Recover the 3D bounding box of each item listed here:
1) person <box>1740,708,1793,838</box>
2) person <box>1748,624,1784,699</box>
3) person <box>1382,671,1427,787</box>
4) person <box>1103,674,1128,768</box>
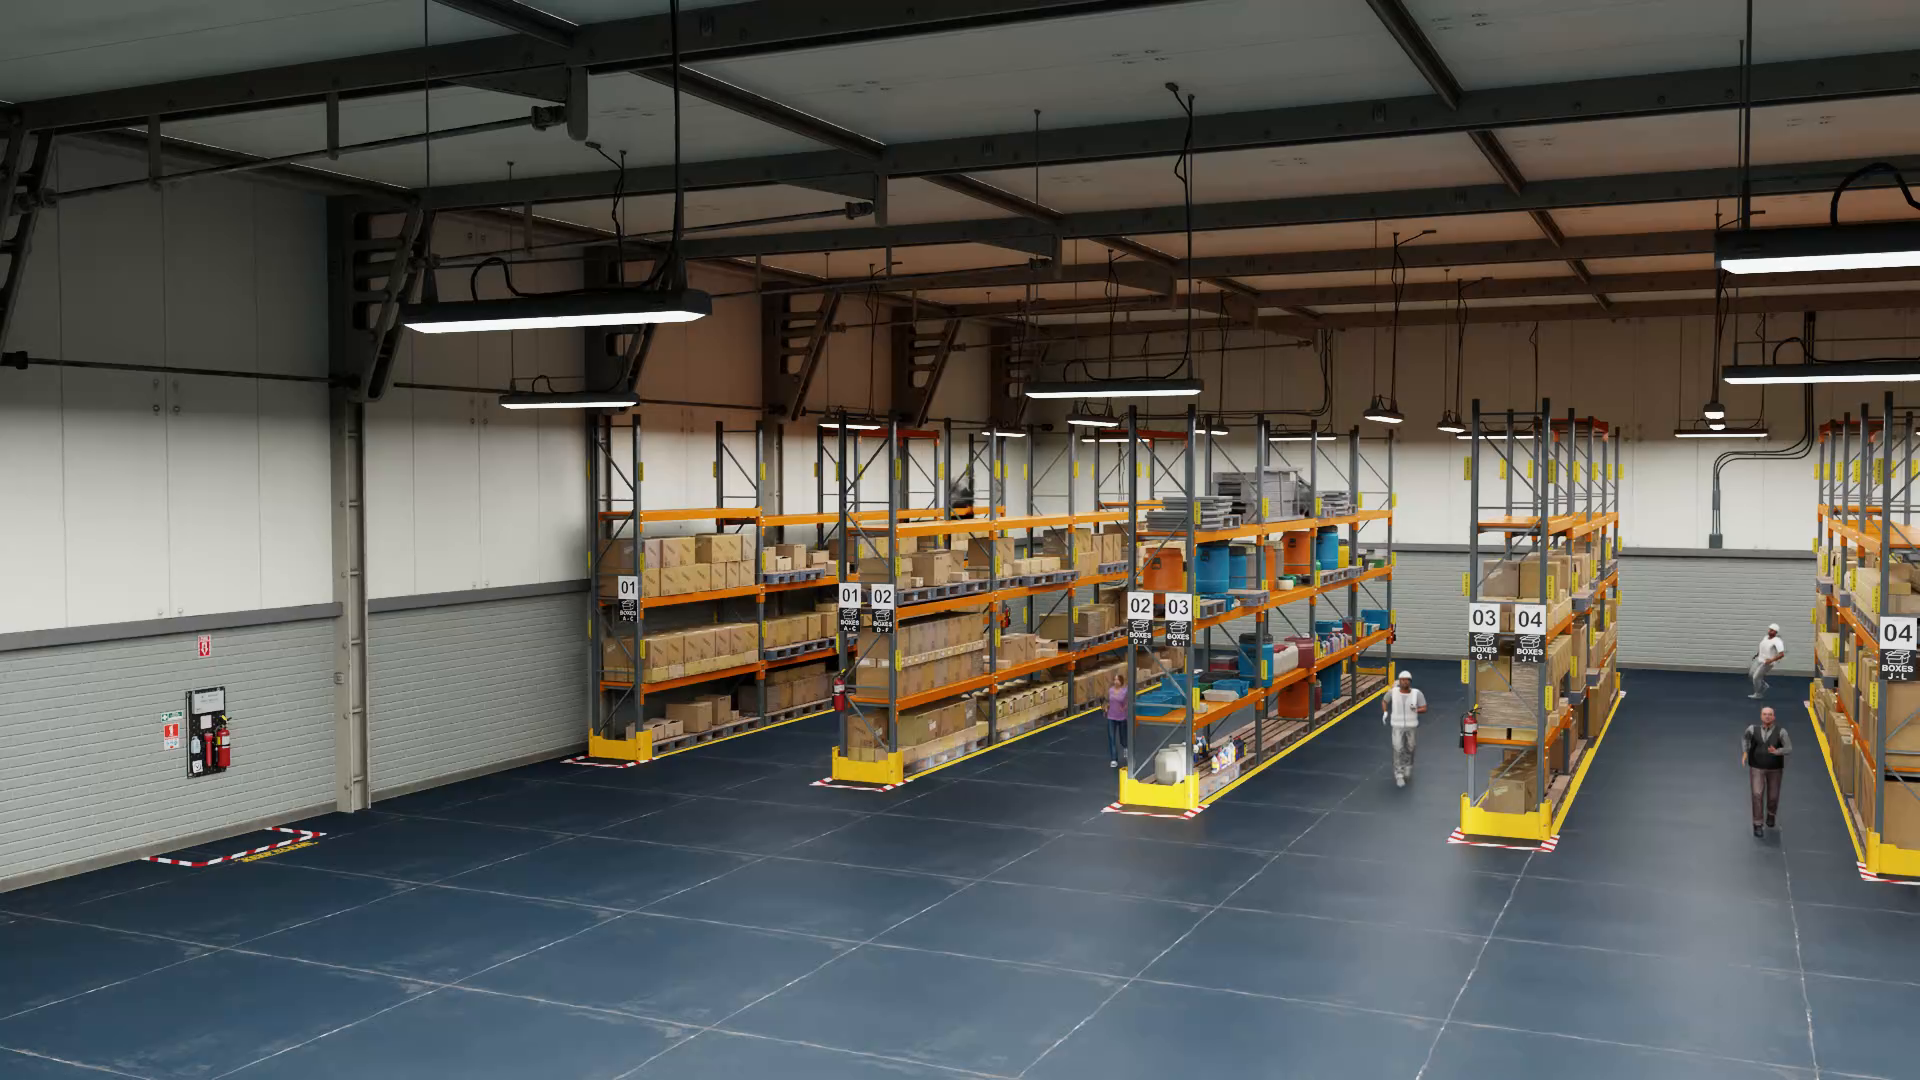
[{"bbox_3d":[11.111,3.168,22.929,0.657,1.719,0.931,1,3,26],"label":"person"},{"bbox_3d":[17.619,2.662,36.393,0.529,1.677,0.750,0,2,-2],"label":"person"},{"bbox_3d":[7.112,2.983,26.600,0.680,1.778,0.987,0,2,11],"label":"person"},{"bbox_3d":[2.684,3.053,28.308,0.546,1.561,0.743,1,2,20],"label":"person"}]
